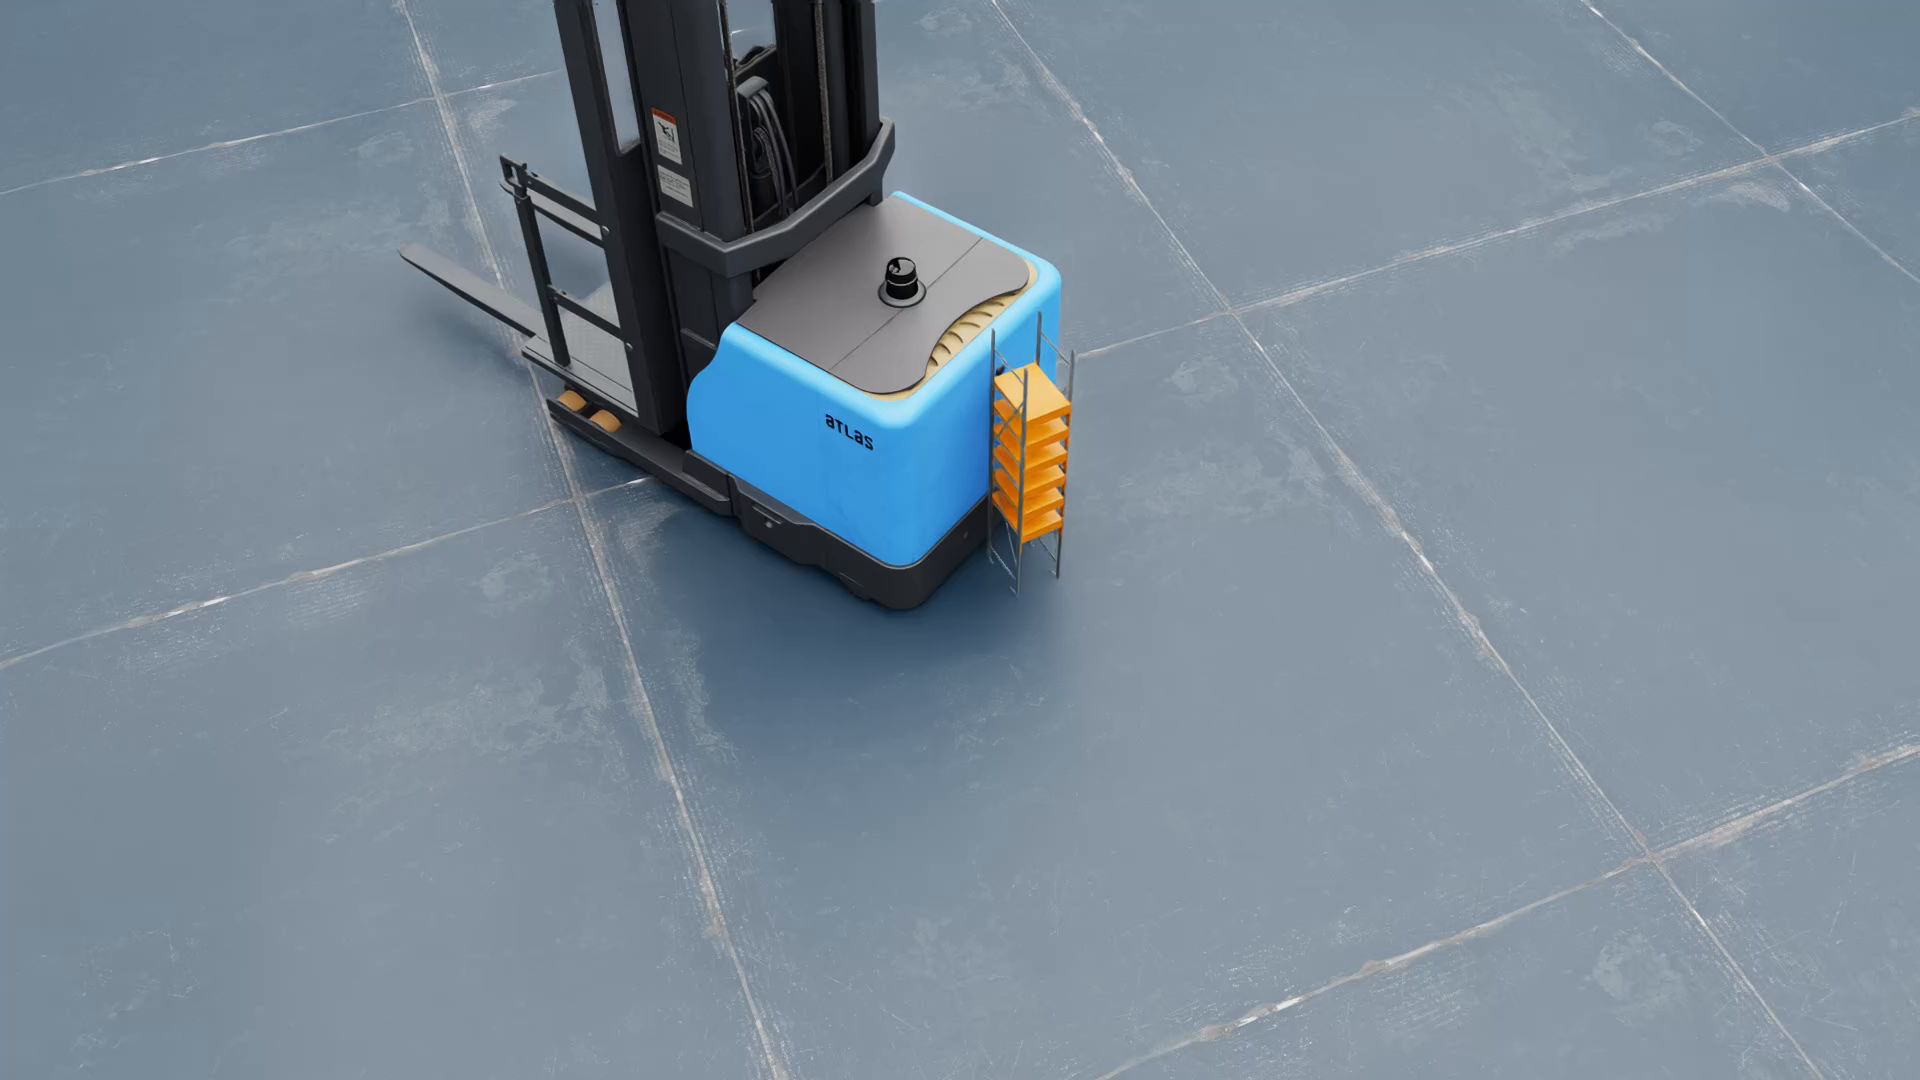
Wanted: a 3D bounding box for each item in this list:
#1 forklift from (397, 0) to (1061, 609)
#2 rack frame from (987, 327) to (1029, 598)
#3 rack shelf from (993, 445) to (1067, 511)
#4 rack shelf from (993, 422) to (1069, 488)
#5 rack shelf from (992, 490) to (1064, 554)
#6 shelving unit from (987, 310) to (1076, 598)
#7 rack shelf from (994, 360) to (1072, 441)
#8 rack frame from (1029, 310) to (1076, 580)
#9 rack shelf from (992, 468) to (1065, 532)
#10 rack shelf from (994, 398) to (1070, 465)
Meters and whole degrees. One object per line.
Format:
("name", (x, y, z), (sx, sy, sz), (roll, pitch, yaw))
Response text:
("forklift", (-1.099, -1.620, 6.050), (3.031, 2.935, 1.130), (30, 56, 23))
("rack frame", (0.166, -0.248, 6.013), (0.006, 1.200, 0.240), (-23, 53, -18))
("rack shelf", (0.246, -0.253, 6.076), (0.180, 0.103, 0.258), (-23, 53, -18))
("rack shelf", (0.246, -0.331, 5.985), (0.180, 0.103, 0.258), (-23, 53, -18))
("rack shelf", (0.246, -0.097, 6.258), (0.180, 0.103, 0.258), (-23, 53, -18))
("shelving unit", (0.246, -0.282, 6.042), (0.189, 1.200, 0.258), (-23, 53, -18))
("rack shelf", (0.246, -0.488, 5.803), (0.180, 0.103, 0.258), (-23, 53, -18))
("rack frame", (0.326, -0.316, 6.071), (0.006, 1.200, 0.240), (-23, 53, -18))
("rack shelf", (0.246, -0.175, 6.167), (0.180, 0.103, 0.258), (-23, 53, -18))
("rack shelf", (0.246, -0.410, 5.894), (0.180, 0.103, 0.258), (-23, 53, -18))
